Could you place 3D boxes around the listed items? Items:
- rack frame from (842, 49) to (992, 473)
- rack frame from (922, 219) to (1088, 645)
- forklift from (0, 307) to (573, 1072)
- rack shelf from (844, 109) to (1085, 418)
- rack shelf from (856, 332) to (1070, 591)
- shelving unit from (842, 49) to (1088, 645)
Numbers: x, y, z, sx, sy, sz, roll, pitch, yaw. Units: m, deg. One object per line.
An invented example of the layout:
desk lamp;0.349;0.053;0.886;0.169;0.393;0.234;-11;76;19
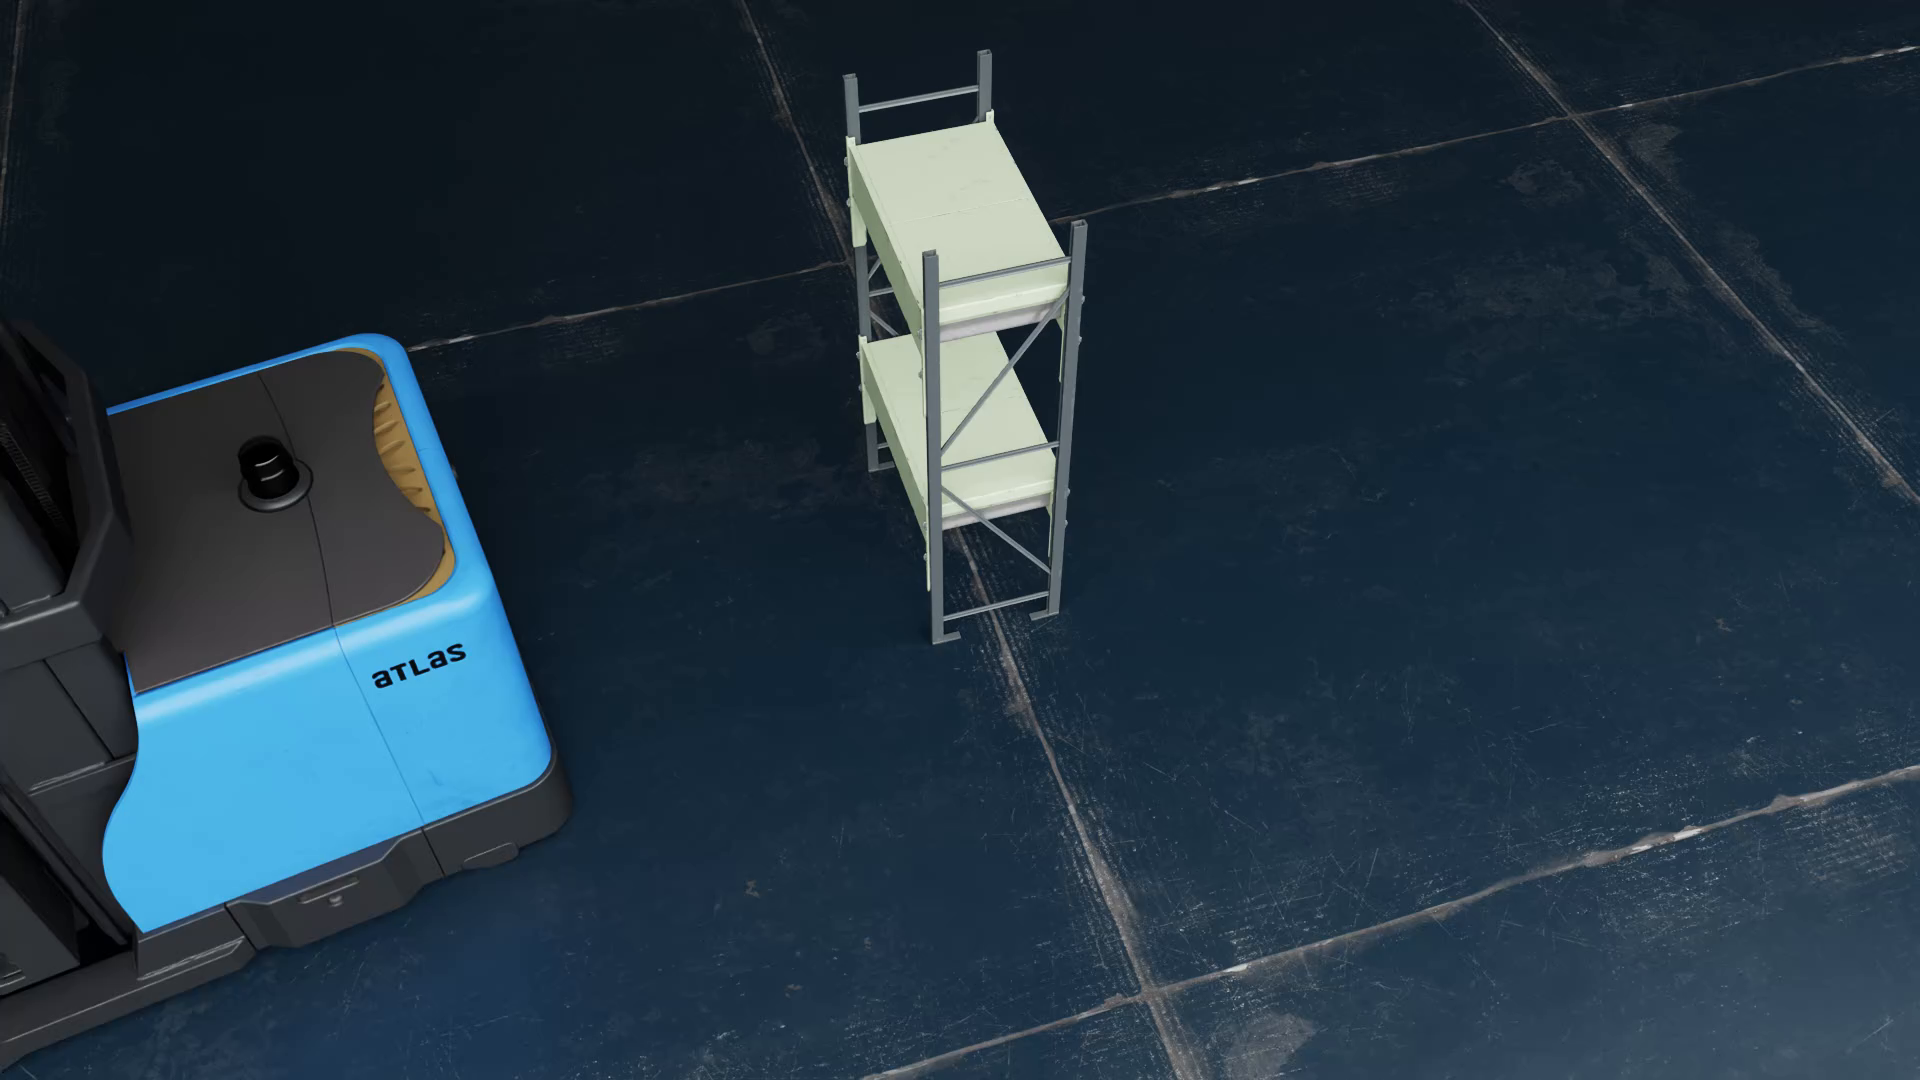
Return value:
rack frame;-0.110;-0.756;4.906;0.400;1.500;0.023;-13;51;-11
rack frame;0.106;-0.221;4.455;0.400;1.500;0.023;-13;51;-11
forklift;-2.614;0.010;3.324;3.031;2.935;1.130;-20;53;-16
rack shelf;-0.002;-0.740;4.382;0.431;0.370;0.720;-13;51;-11
rack shelf;-0.002;-0.278;4.930;0.431;0.370;0.720;-13;51;-11
shelving unit;-0.002;-0.488;4.681;0.431;1.500;0.755;-13;51;-11
